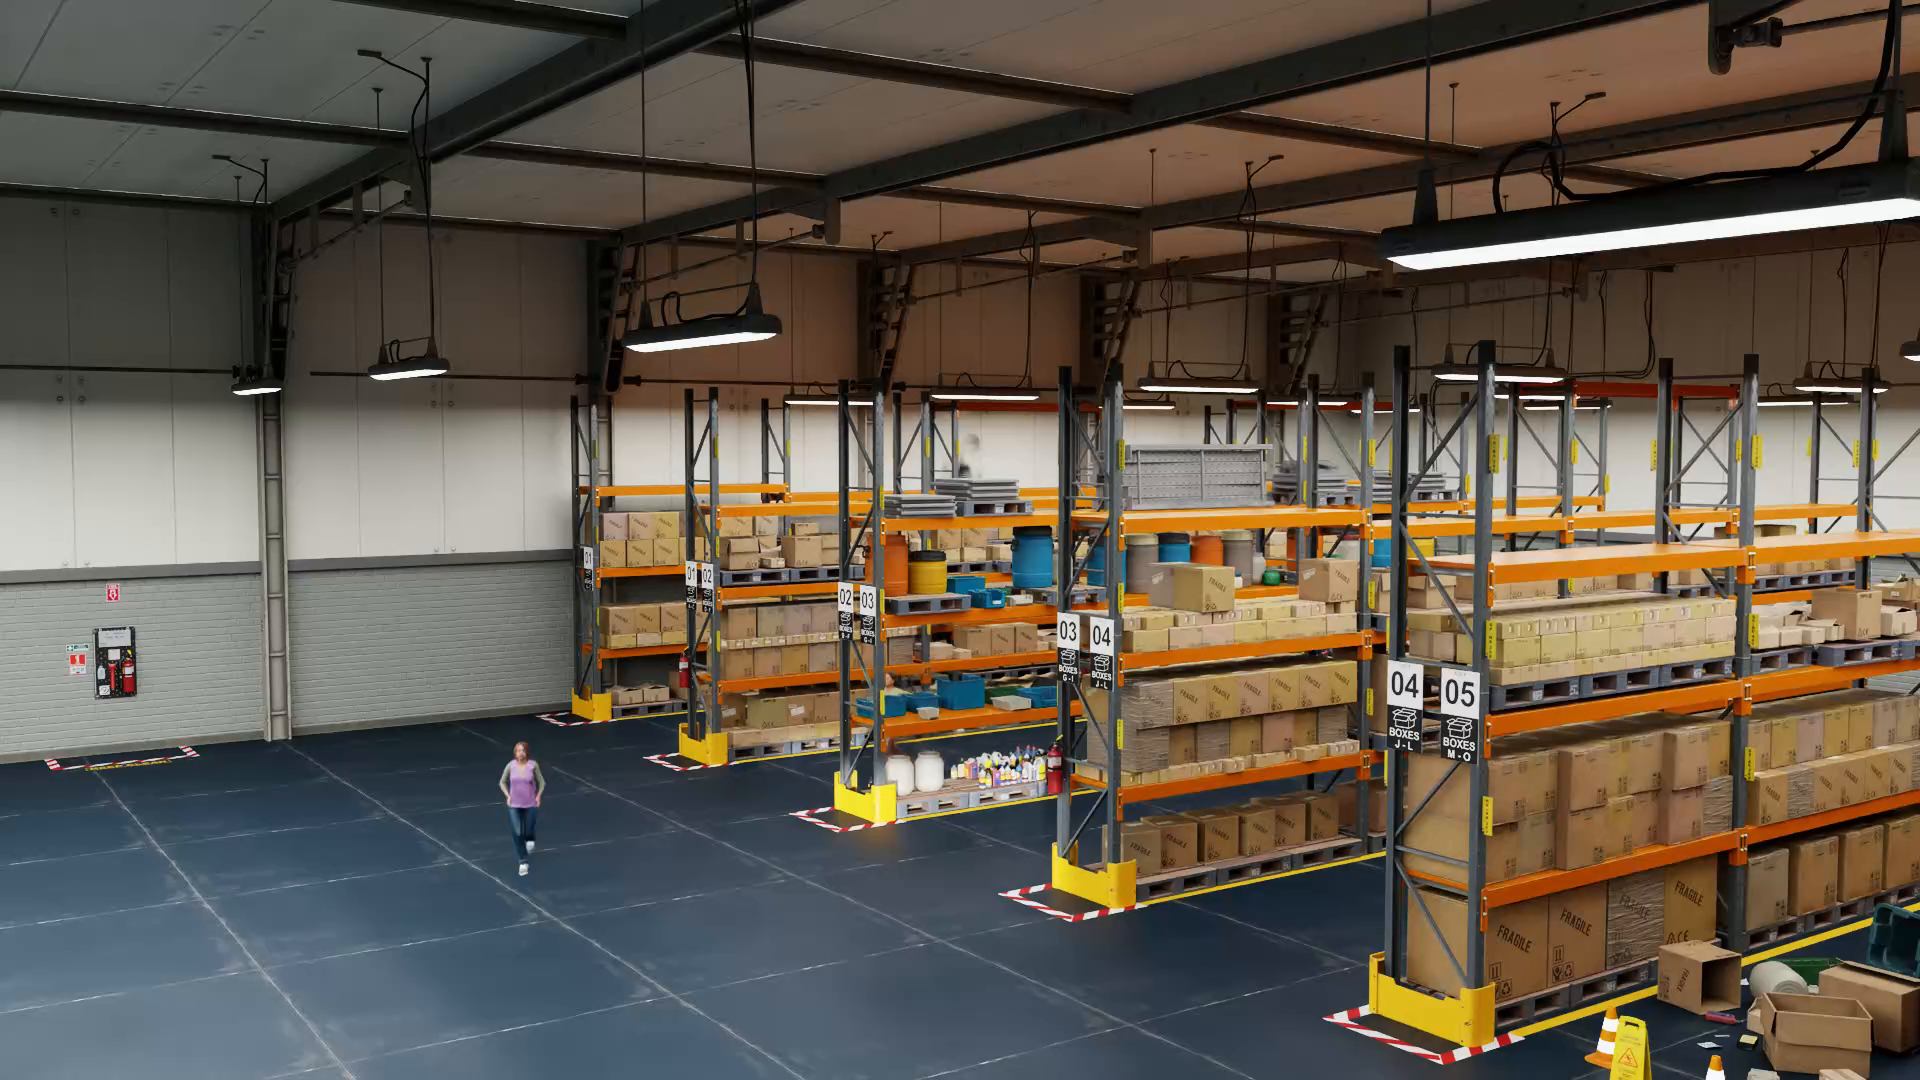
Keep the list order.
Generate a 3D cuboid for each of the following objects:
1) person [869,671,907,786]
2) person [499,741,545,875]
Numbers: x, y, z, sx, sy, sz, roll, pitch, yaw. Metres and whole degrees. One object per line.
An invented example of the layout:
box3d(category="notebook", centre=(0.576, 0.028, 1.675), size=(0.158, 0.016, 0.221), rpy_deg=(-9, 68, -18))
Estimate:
box3d(category="person", centre=(-1.063, 2.797, 25.030), size=(0.568, 1.670, 0.952), rpy_deg=(3, 5, 43))
box3d(category="person", centre=(-5.263, 3.194, 19.991), size=(0.540, 1.567, 0.597), rpy_deg=(-1, 3, -10))
